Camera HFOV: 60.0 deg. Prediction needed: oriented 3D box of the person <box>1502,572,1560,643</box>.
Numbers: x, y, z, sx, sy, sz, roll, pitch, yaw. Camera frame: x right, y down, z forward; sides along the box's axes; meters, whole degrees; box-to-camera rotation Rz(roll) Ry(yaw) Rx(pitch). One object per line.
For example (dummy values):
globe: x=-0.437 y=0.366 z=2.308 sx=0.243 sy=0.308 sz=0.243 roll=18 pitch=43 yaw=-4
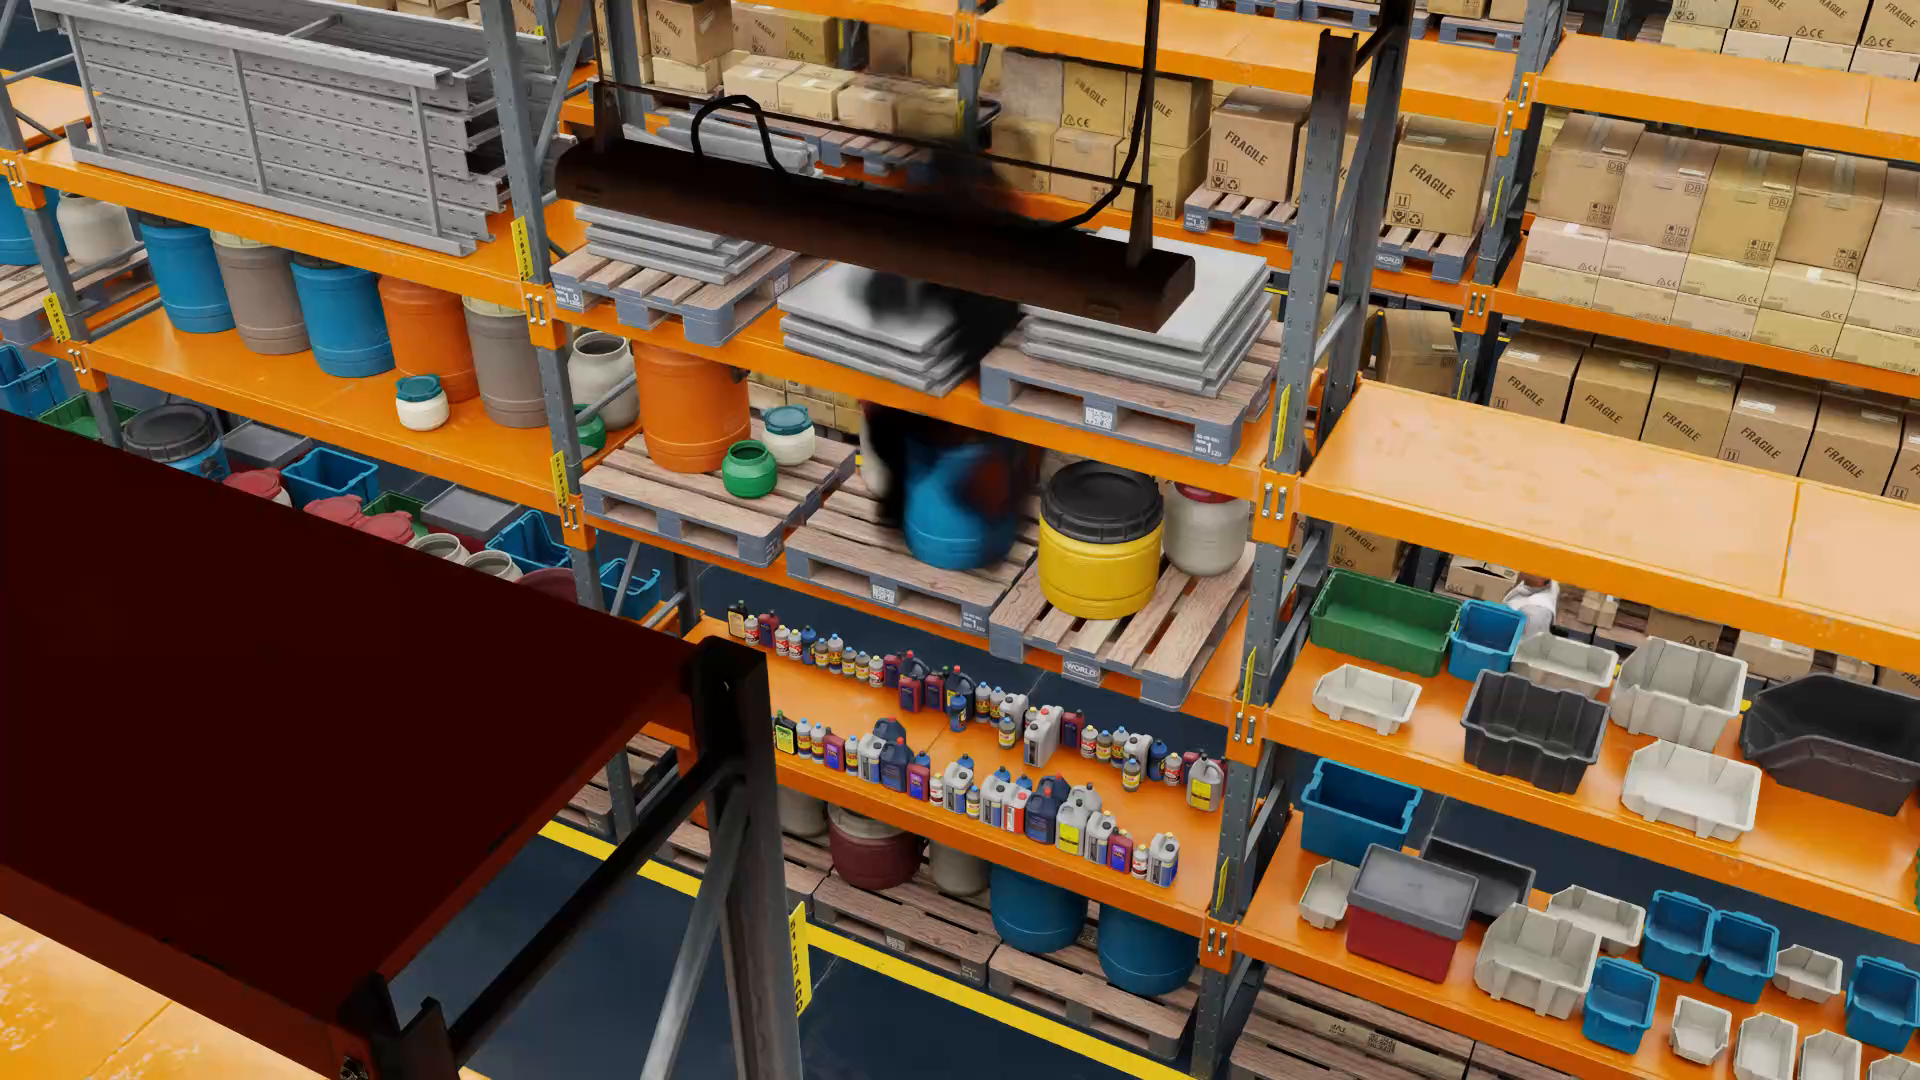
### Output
person: x=3.703 y=0.754 z=11.013 sx=0.826 sy=1.741 sz=0.669 roll=11 pitch=36 yaw=15
